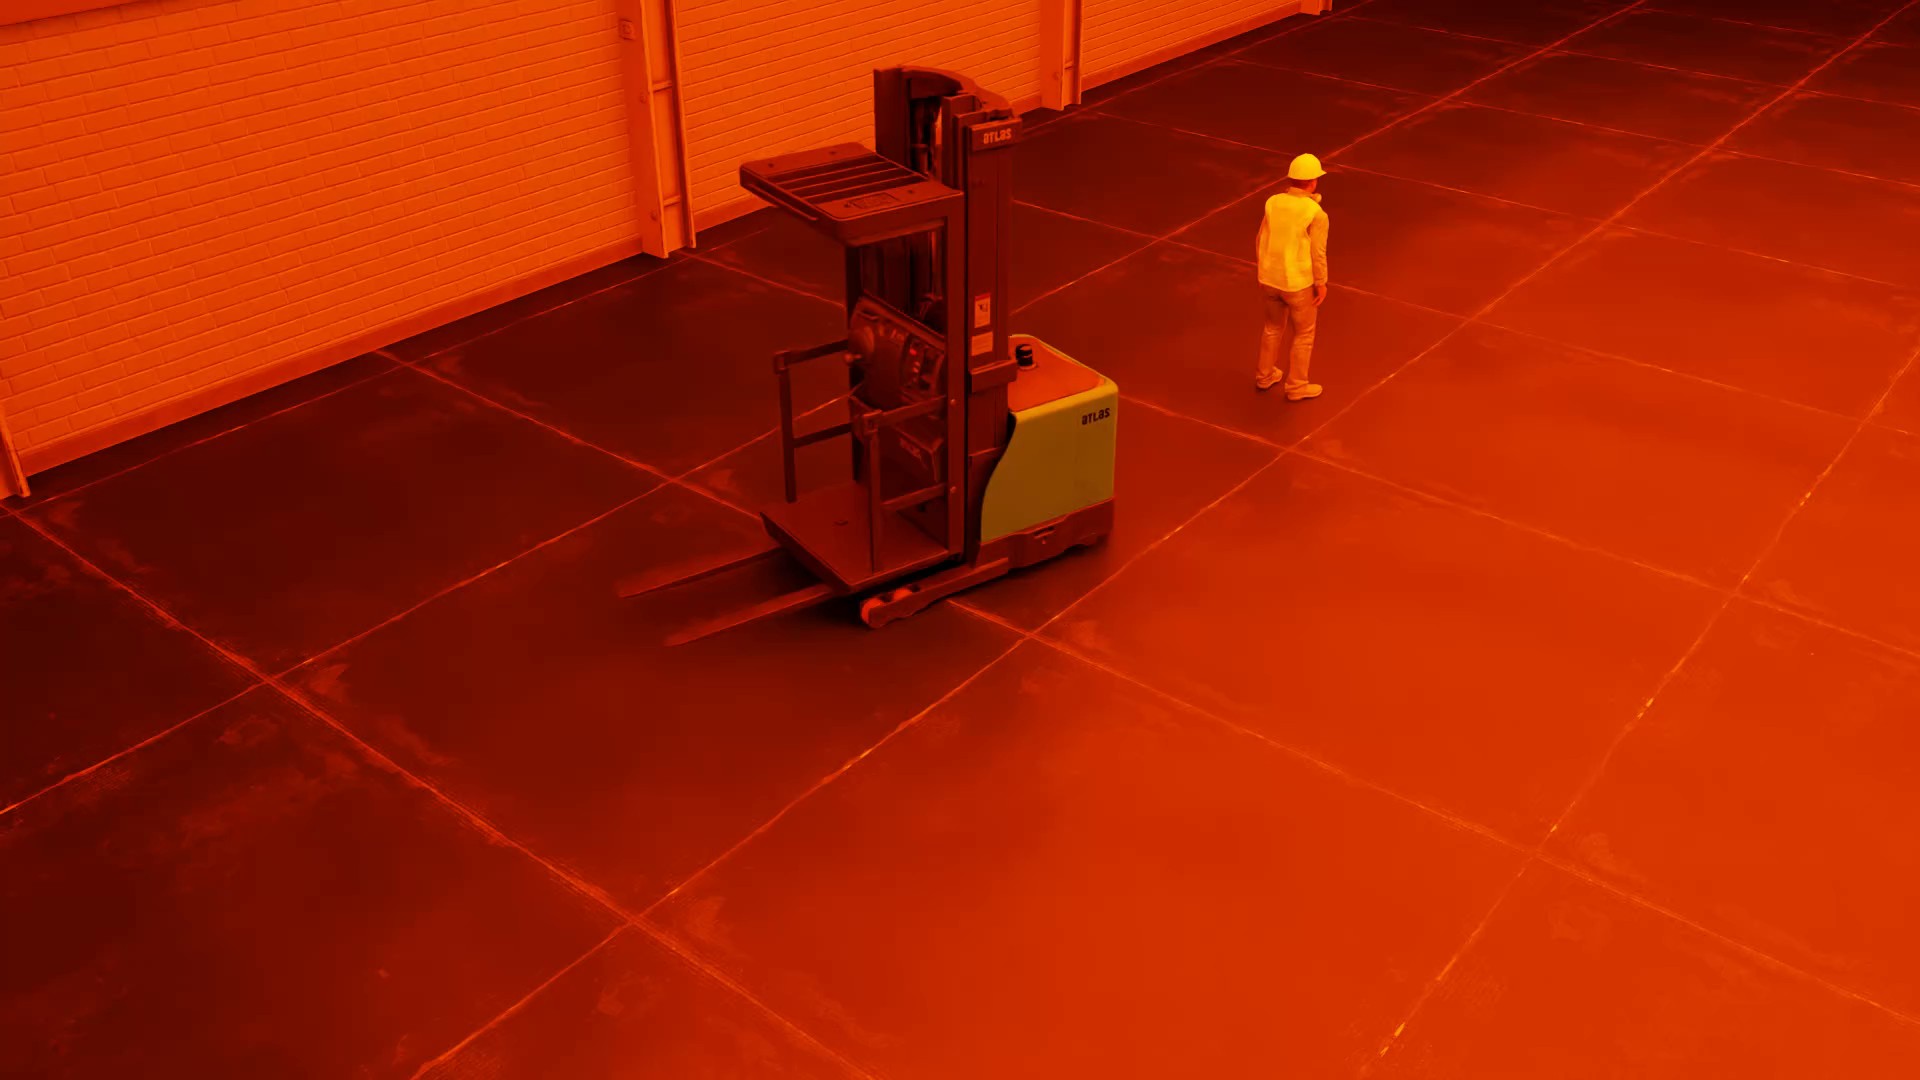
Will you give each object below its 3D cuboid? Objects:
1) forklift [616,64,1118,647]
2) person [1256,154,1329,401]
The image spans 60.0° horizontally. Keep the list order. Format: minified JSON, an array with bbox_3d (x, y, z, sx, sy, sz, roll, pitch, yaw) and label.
[{"bbox_3d":[-0.536,-1.060,9.410,3.031,2.935,1.130,-19,35,-29],"label":"forklift"},{"bbox_3d":[2.389,-1.894,11.988,0.467,1.769,0.579,-26,39,-37],"label":"person"}]
